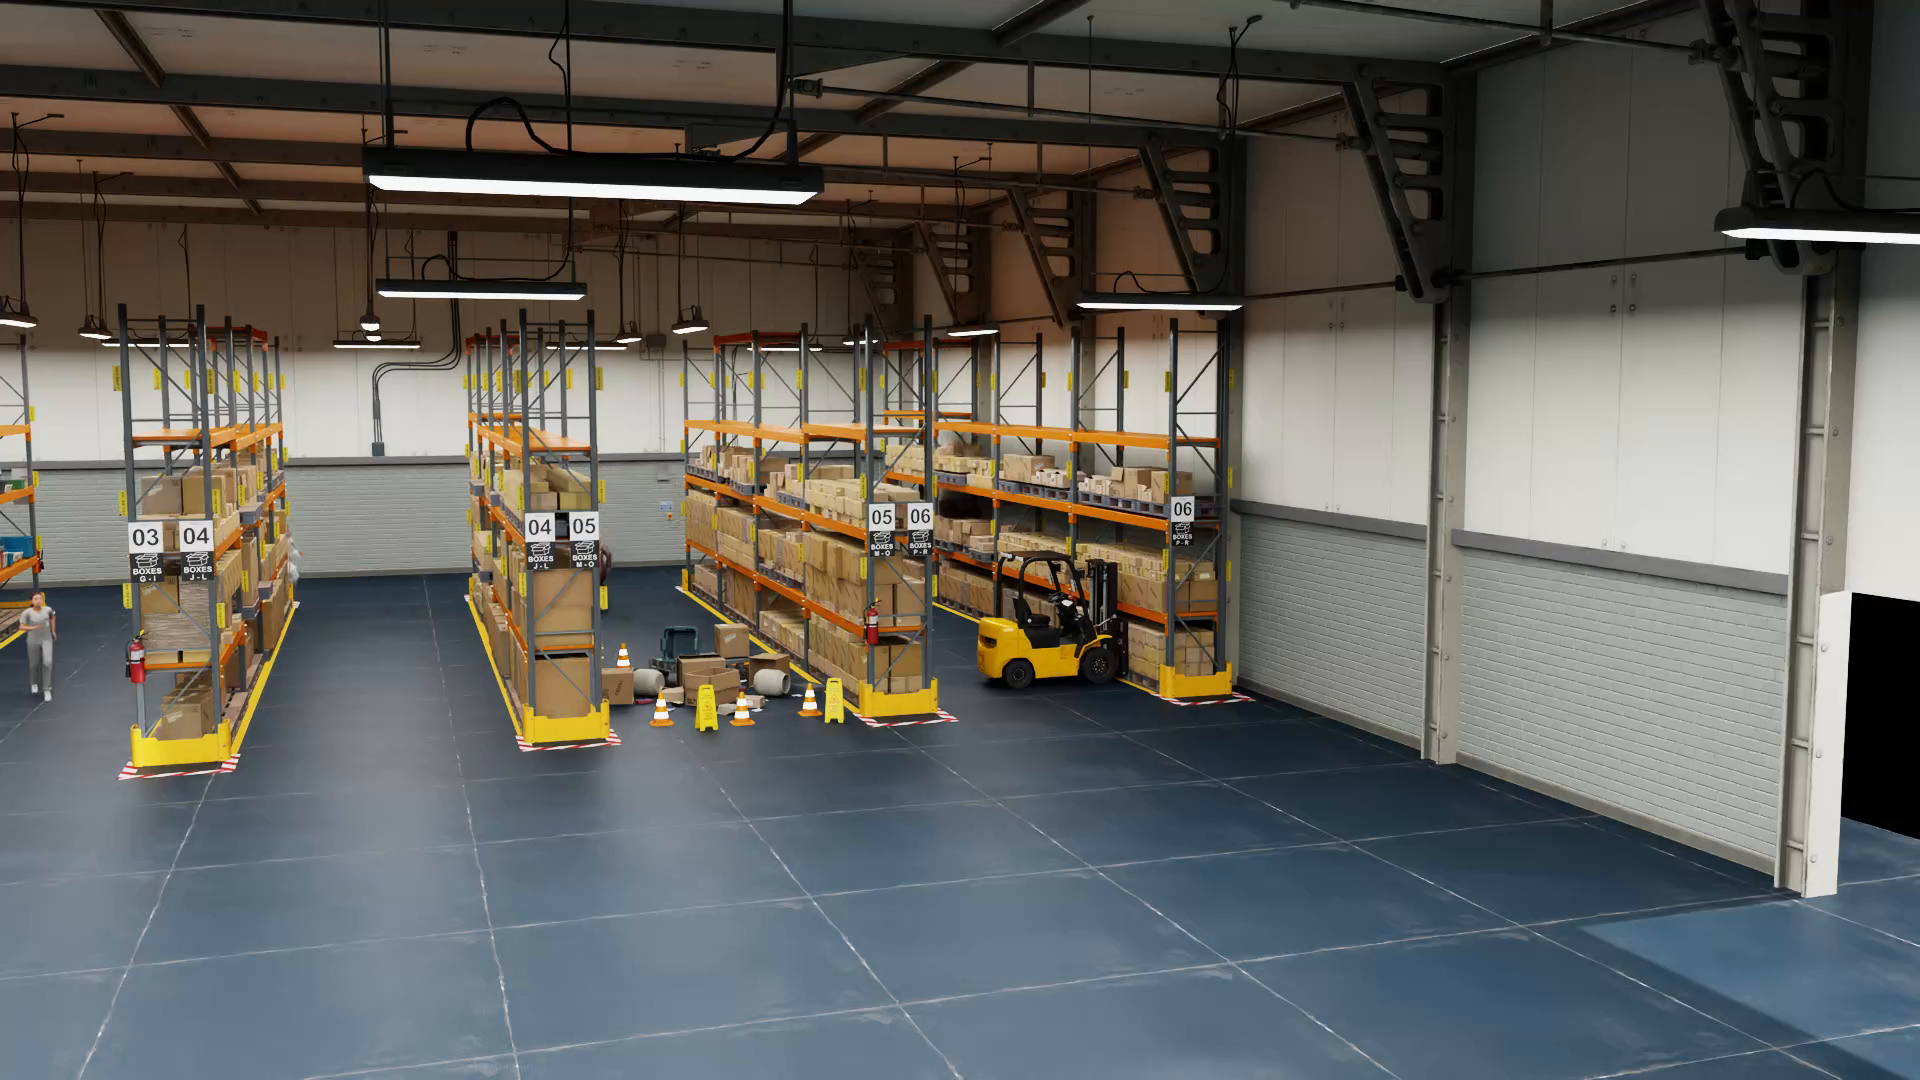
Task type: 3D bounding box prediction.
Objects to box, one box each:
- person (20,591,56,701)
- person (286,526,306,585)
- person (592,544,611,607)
[{"bbox_3d":[-14.588,1.653,26.336,0.543,1.696,0.877,-4,7,-37],"label":"person"},{"bbox_3d":[-15.300,0.544,37.884,0.695,1.725,0.734,0,5,1],"label":"person"},{"bbox_3d":[-8.021,0.752,36.635,0.716,1.636,1.093,-2,6,-20],"label":"person"}]
